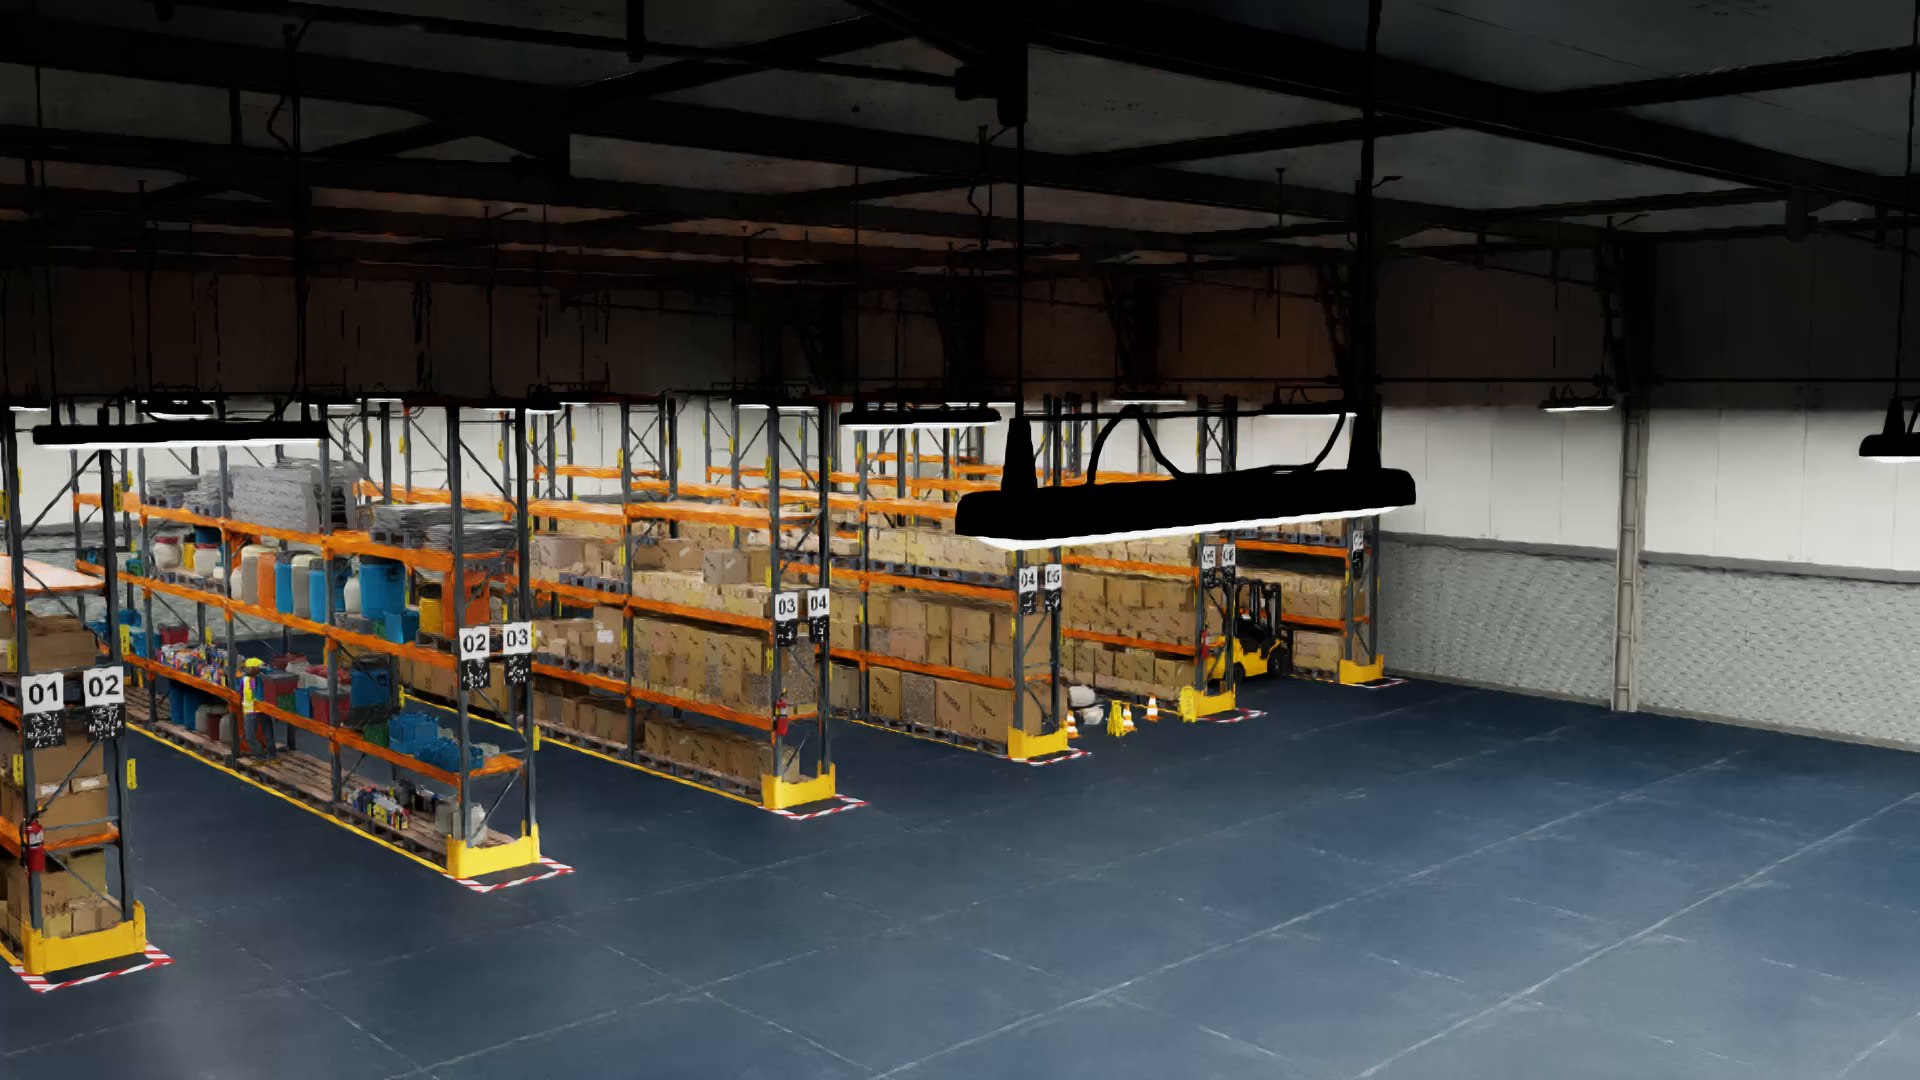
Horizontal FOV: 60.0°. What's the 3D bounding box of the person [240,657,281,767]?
[{"bbox_3d":[-11.111,2.718,26.387,0.610,1.734,0.432,0,6,-2],"label":"person"}]
